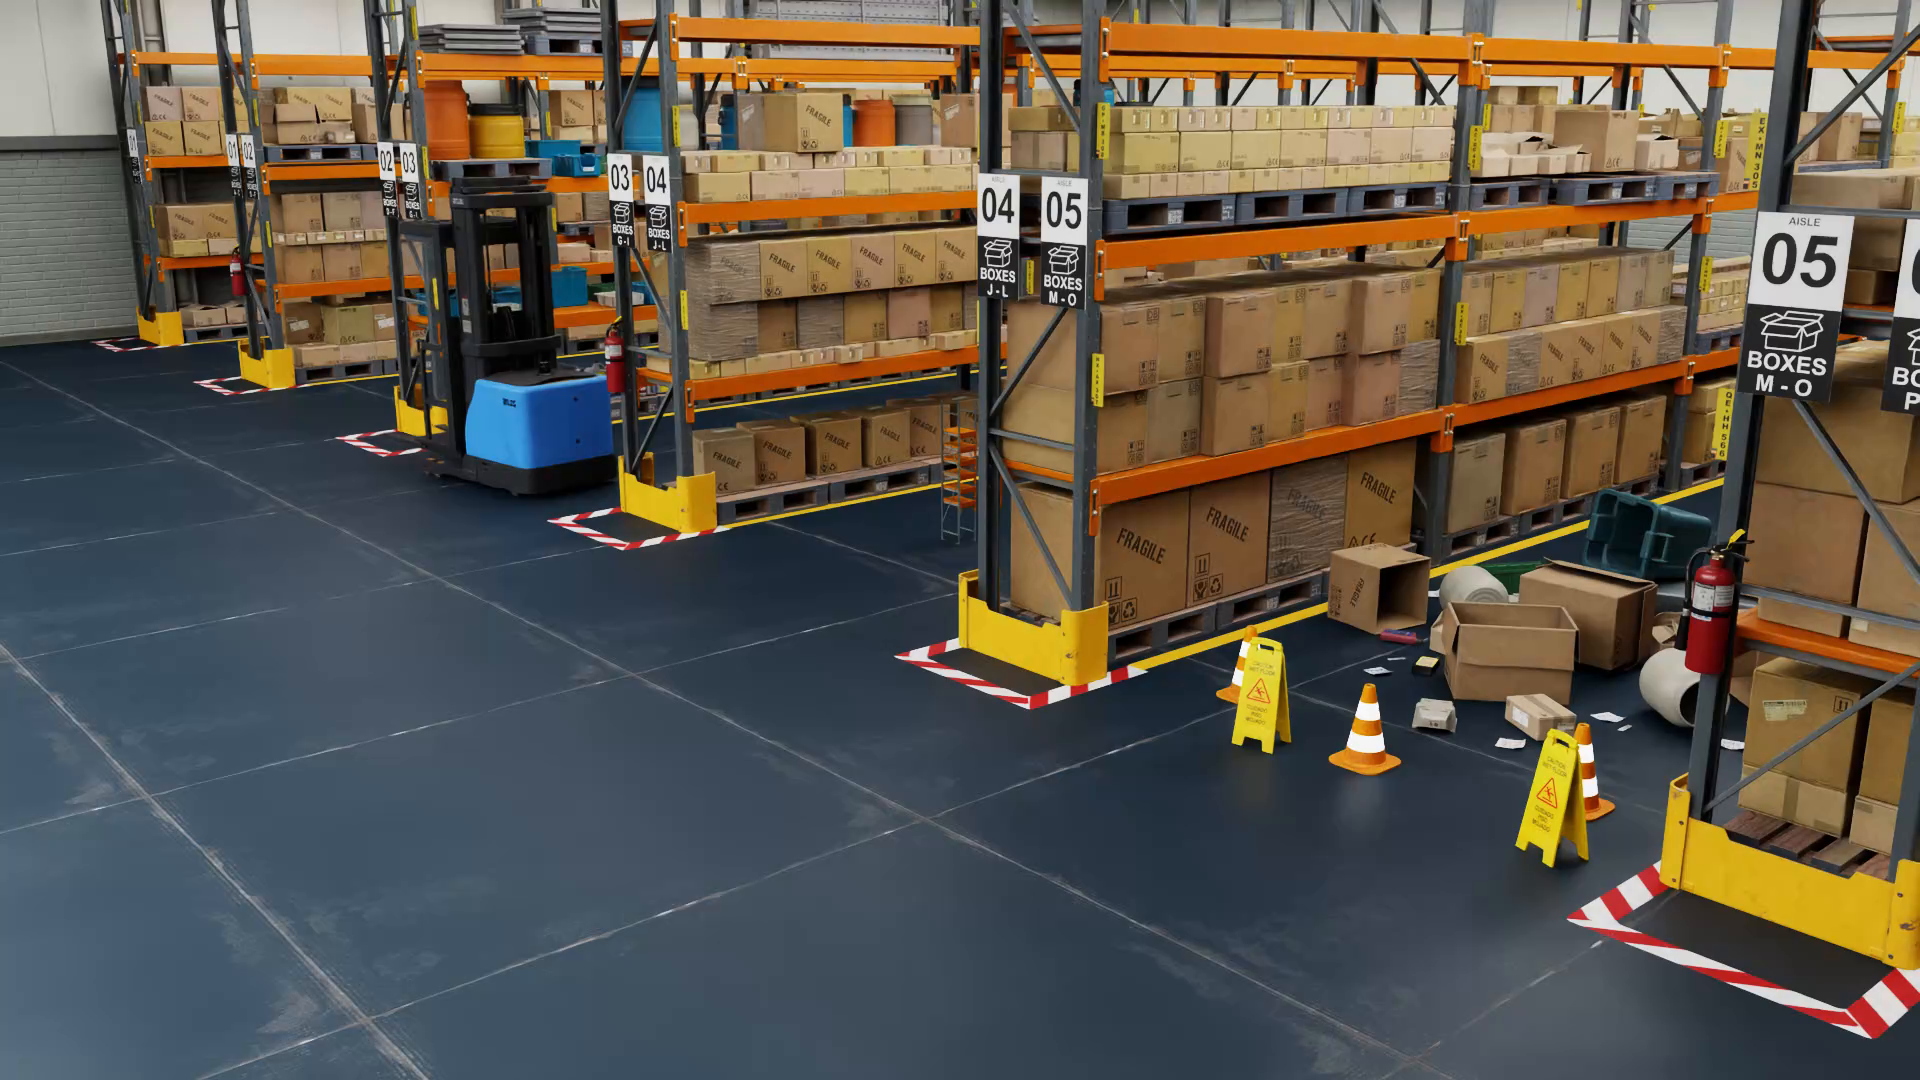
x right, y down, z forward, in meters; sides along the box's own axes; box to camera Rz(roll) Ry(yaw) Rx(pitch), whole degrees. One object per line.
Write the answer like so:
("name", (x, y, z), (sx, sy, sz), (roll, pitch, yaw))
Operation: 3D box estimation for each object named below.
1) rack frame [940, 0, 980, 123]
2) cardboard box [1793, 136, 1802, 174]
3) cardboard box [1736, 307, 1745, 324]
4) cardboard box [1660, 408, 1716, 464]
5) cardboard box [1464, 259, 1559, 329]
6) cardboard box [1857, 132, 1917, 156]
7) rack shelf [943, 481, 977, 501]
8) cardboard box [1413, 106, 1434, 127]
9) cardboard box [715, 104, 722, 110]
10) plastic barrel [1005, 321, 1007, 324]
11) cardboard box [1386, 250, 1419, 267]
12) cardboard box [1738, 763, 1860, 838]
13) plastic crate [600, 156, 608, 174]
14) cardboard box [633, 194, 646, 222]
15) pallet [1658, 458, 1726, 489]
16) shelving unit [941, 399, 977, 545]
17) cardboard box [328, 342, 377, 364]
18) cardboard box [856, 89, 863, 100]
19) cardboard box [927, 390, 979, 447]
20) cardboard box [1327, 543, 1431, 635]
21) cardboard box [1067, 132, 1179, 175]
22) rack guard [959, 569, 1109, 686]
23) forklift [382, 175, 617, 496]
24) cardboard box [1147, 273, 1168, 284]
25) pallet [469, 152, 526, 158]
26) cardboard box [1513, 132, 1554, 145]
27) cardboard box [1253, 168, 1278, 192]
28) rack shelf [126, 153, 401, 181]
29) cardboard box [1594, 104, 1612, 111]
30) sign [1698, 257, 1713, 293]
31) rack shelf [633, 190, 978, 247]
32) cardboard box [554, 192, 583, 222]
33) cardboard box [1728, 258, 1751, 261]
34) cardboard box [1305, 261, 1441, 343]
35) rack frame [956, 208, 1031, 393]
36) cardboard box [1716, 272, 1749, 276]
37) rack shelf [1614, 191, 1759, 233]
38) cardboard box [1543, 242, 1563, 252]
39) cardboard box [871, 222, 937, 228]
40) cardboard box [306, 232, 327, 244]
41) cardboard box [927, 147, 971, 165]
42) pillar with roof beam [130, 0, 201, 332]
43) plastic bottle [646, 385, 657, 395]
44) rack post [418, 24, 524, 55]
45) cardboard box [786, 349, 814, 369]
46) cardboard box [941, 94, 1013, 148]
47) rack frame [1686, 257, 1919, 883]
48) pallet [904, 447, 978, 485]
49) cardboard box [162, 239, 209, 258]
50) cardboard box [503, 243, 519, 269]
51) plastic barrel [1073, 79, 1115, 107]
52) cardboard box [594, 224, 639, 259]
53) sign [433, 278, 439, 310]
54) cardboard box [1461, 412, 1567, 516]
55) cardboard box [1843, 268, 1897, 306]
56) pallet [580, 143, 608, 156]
("rack frame", (0.100, -6.846, 22.443), (0.127, 3.000, 1.000), (-13, 19, -39))
("cardboard box", (7.882, -3.715, 16.340), (0.500, 0.500, 0.500), (-13, 19, -39))
("cardboard box", (7.609, -2.256, 16.557), (0.250, 0.149, 0.380), (-12, 19, -37))
("cardboard box", (7.232, -1.066, 16.460), (0.500, 0.500, 0.500), (-14, 20, -42))
("cardboard box", (4.652, -2.113, 14.217), (0.500, 0.500, 0.700), (-12, 19, -39))
("cardboard box", (10.069, -4.332, 18.164), (0.500, 0.250, 0.500), (-12, 19, -38))
("rack shelf", (-0.011, -0.418, 14.128), (0.180, 0.103, 0.258), (-13, 19, -39))
("cardboard box", (3.256, -3.121, 12.243), (0.250, 0.149, 0.380), (-13, 20, -40))
("cardboard box", (-4.499, -8.030, 31.640), (0.500, 0.500, 0.700), (-13, 20, -40))
("plastic barrel", (0.458, -3.189, 23.766), (0.708, 0.830, 0.600), (-13, 19, -39))
("cardboard box", (5.428, -3.405, 20.991), (0.500, 0.500, 0.500), (-13, 20, -40))
("cardboard box", (4.273, 1.233, 8.336), (0.500, 0.250, 0.500), (-13, 20, -40))
("plastic crate", (-4.287, -4.403, 19.519), (0.450, 0.188, 0.336), (-13, 19, -39))
("cardboard box", (-5.869, -6.111, 30.506), (0.500, 0.500, 0.500), (-12, 19, -38))
("pallet", (7.121, -0.786, 16.783), (1.213, 0.211, 1.003), (-13, 19, -39))
("shelving unit", (-0.011, -0.577, 14.086), (0.189, 1.200, 0.258), (-13, 19, -39))
("cardboard box", (-8.259, -2.565, 22.555), (0.500, 0.250, 0.500), (-13, 19, -39))
("cardboard box", (-2.281, -8.699, 33.022), (0.500, 0.500, 0.500), (-13, 20, -40))
("cardboard box", (0.006, -1.241, 17.115), (0.500, 0.500, 0.500), (-13, 20, -41))
("cardboard box", (3.016, 0.346, 11.982), (0.500, 0.500, 0.500), (-9, 17, -30))
("cardboard box", (1.028, -2.449, 10.501), (0.500, 0.250, 0.500), (-13, 20, -39))
("rack guard", (0.478, 0.566, 11.162), (0.348, 0.500, 1.175), (-13, 19, -39))
("forklift", (-4.784, -2.128, 16.536), (3.031, 2.935, 1.130), (13, 20, 41))
("cardboard box", (2.270, -2.787, 18.316), (0.258, 0.266, 0.396), (-13, 20, -41))
("pallet", (-6.793, -5.492, 23.358), (1.213, 0.211, 1.003), (-13, 19, -39))
("cardboard box", (5.075, -3.407, 14.544), (0.500, 0.311, 0.500), (-13, 20, -40))
("cardboard box", (1.917, -2.434, 11.217), (0.250, 0.149, 0.380), (-13, 20, -40))
("rack shelf", (-10.930, -5.962, 26.339), (4.000, 0.370, 1.077), (-13, 19, -39))
("cardboard box", (9.029, -5.989, 23.845), (0.500, 0.500, 0.700), (-14, 21, -43))
("sign", (6.898, -2.453, 15.377), (0.005, 0.325, 0.100), (-13, 19, -39))
("rack shelf", (-1.175, -3.069, 15.508), (4.000, 0.370, 1.077), (-13, 19, -39))
("cardboard box", (-7.155, -5.956, 29.689), (0.700, 0.500, 0.500), (14, 20, 42))
("cardboard box", (8.548, -2.979, 18.110), (0.250, 0.149, 0.380), (-12, 19, -39))
("cardboard box", (3.212, -1.862, 13.024), (0.550, 0.550, 0.875), (-13, 19, -39))
("rack frame", (0.334, -2.306, 17.071), (0.127, 3.000, 1.000), (-13, 19, -39))
("cardboard box", (7.799, -2.588, 16.647), (0.250, 0.149, 0.380), (-12, 19, -37))
("rack shelf", (8.039, -3.441, 16.903), (4.000, 0.370, 1.077), (-13, 19, -39))
("cardboard box", (8.038, -4.015, 23.184), (0.500, 0.250, 0.500), (-13, 19, -39))
("cardboard box", (-0.549, -2.869, 16.472), (0.500, 0.500, 0.500), (-13, 19, -39))
("cardboard box", (-8.549, -3.989, 21.921), (0.250, 0.149, 0.380), (-13, 20, -41))
("cardboard box", (-0.116, -3.677, 15.910), (0.250, 0.149, 0.380), (-14, 20, -42))
("pillar with roof beam", (-9.652, -6.869, 22.527), (0.400, 9.000, 9.100), (-13, 19, -39))
("plastic bottle", (-3.728, -1.888, 19.930), (0.135, 0.276, 0.152), (-12, 19, -38))
("rack post", (-5.282, -5.353, 17.821), (0.954, 0.300, 0.937), (-10, 18, -33))
("cardboard box", (-1.545, -1.674, 15.193), (0.250, 0.149, 0.380), (-13, 19, -39))
("cardboard box", (0.161, -4.063, 16.097), (0.500, 0.500, 0.500), (-13, 20, -41))
("rack frame", (3.821, 0.301, 7.311), (0.127, 3.000, 1.000), (-13, 19, -39))
("pallet", (-0.150, -0.838, 16.979), (1.213, 0.211, 1.003), (-13, 19, -39))
("cardboard box", (-11.862, -4.479, 25.459), (0.500, 0.250, 0.500), (-13, 20, -41))
("cardboard box", (-6.497, -4.207, 23.994), (0.500, 0.500, 0.700), (-13, 20, -41))
("plastic barrel", (1.930, -6.201, 24.055), (0.708, 0.901, 0.600), (-13, 19, -39))
("cardboard box", (-5.179, -4.500, 25.090), (0.500, 0.500, 0.500), (-11, 18, -35))
("sign", (-5.577, -2.619, 17.705), (0.005, 0.325, 0.100), (-13, 19, -39))
("cardboard box", (4.653, -0.725, 14.696), (0.750, 0.750, 1.050), (-13, 19, -39))
("cardboard box", (3.907, -1.142, 7.387), (0.250, 0.149, 0.380), (-13, 19, -39))
("pallet", (-5.510, -5.744, 24.500), (1.217, 0.209, 0.805), (-14, 20, -42))
